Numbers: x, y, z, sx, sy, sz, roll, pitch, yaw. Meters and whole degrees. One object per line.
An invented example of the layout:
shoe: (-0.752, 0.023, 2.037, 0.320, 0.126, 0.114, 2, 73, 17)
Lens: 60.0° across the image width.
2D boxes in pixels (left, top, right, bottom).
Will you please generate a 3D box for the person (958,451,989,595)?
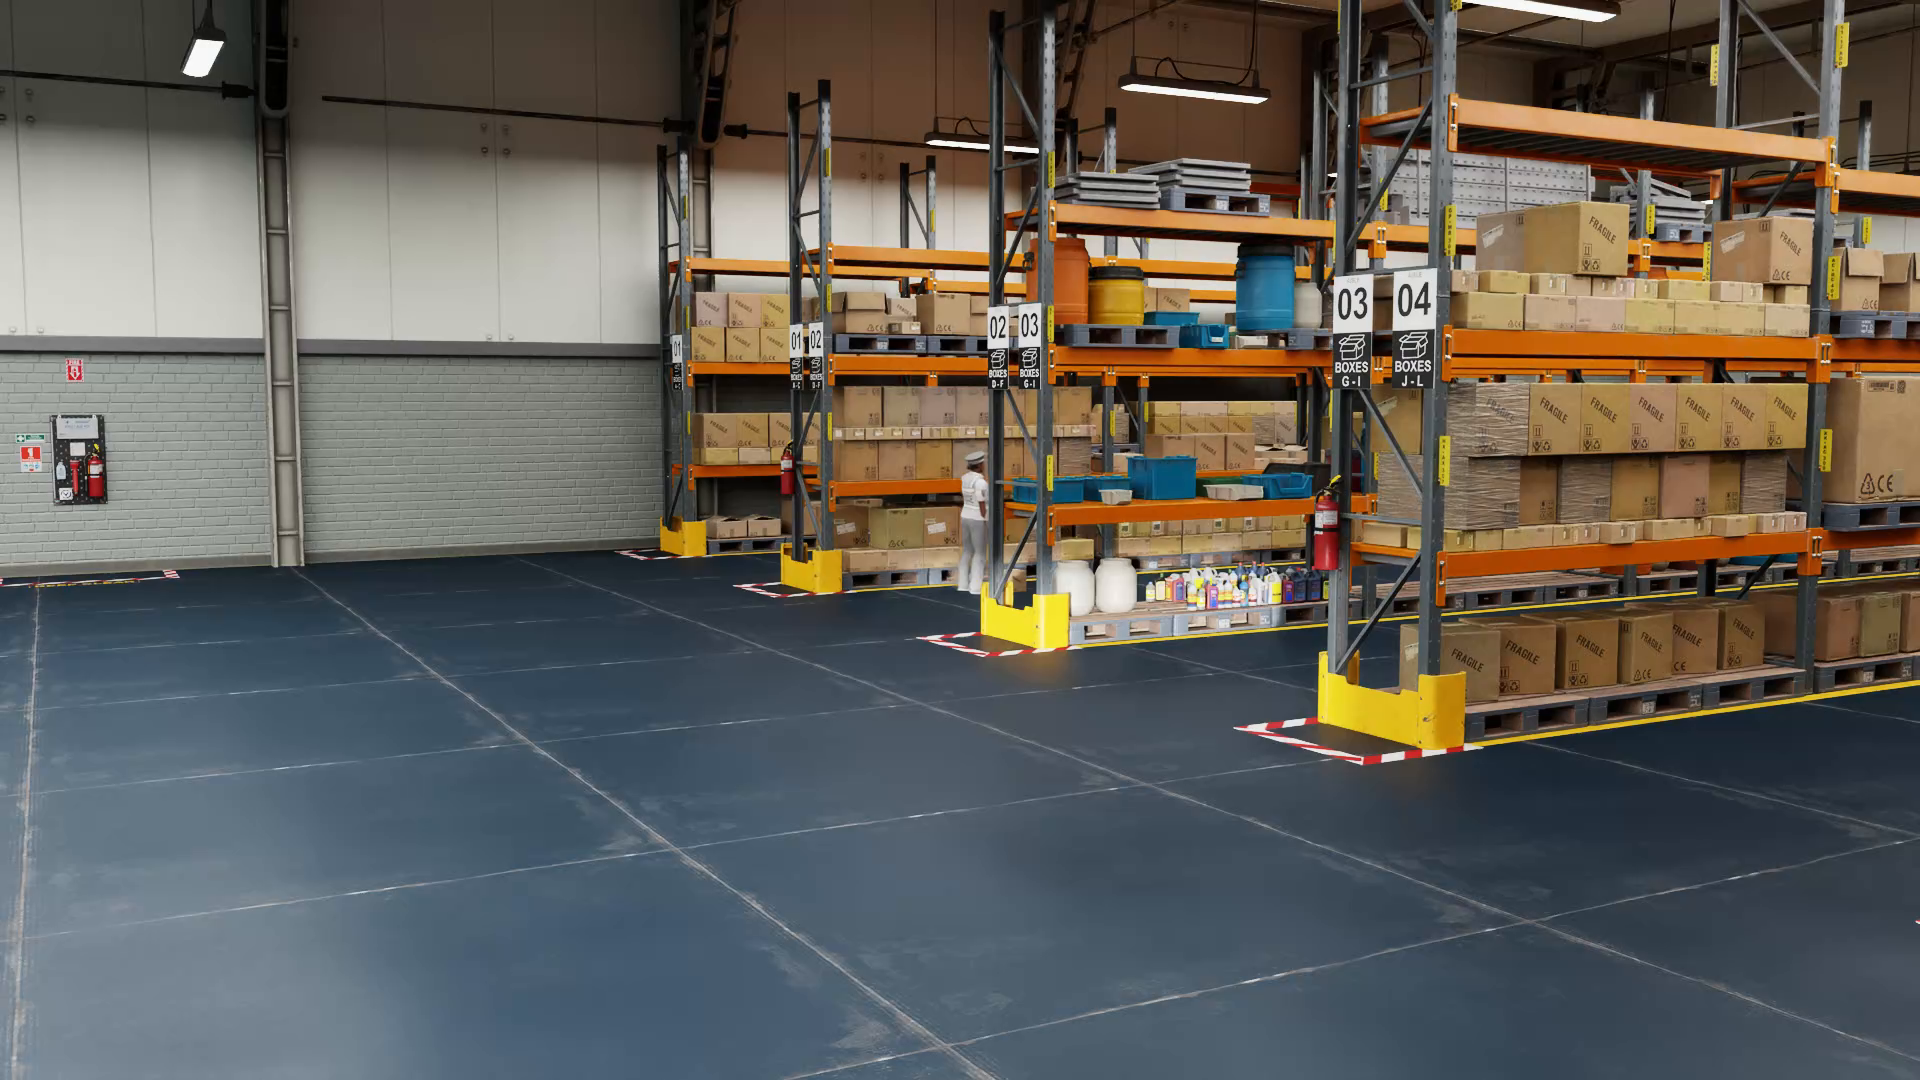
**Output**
person: (0.192, -0.203, 19.662, 0.337, 1.695, 0.467, -3, 6, -27)
